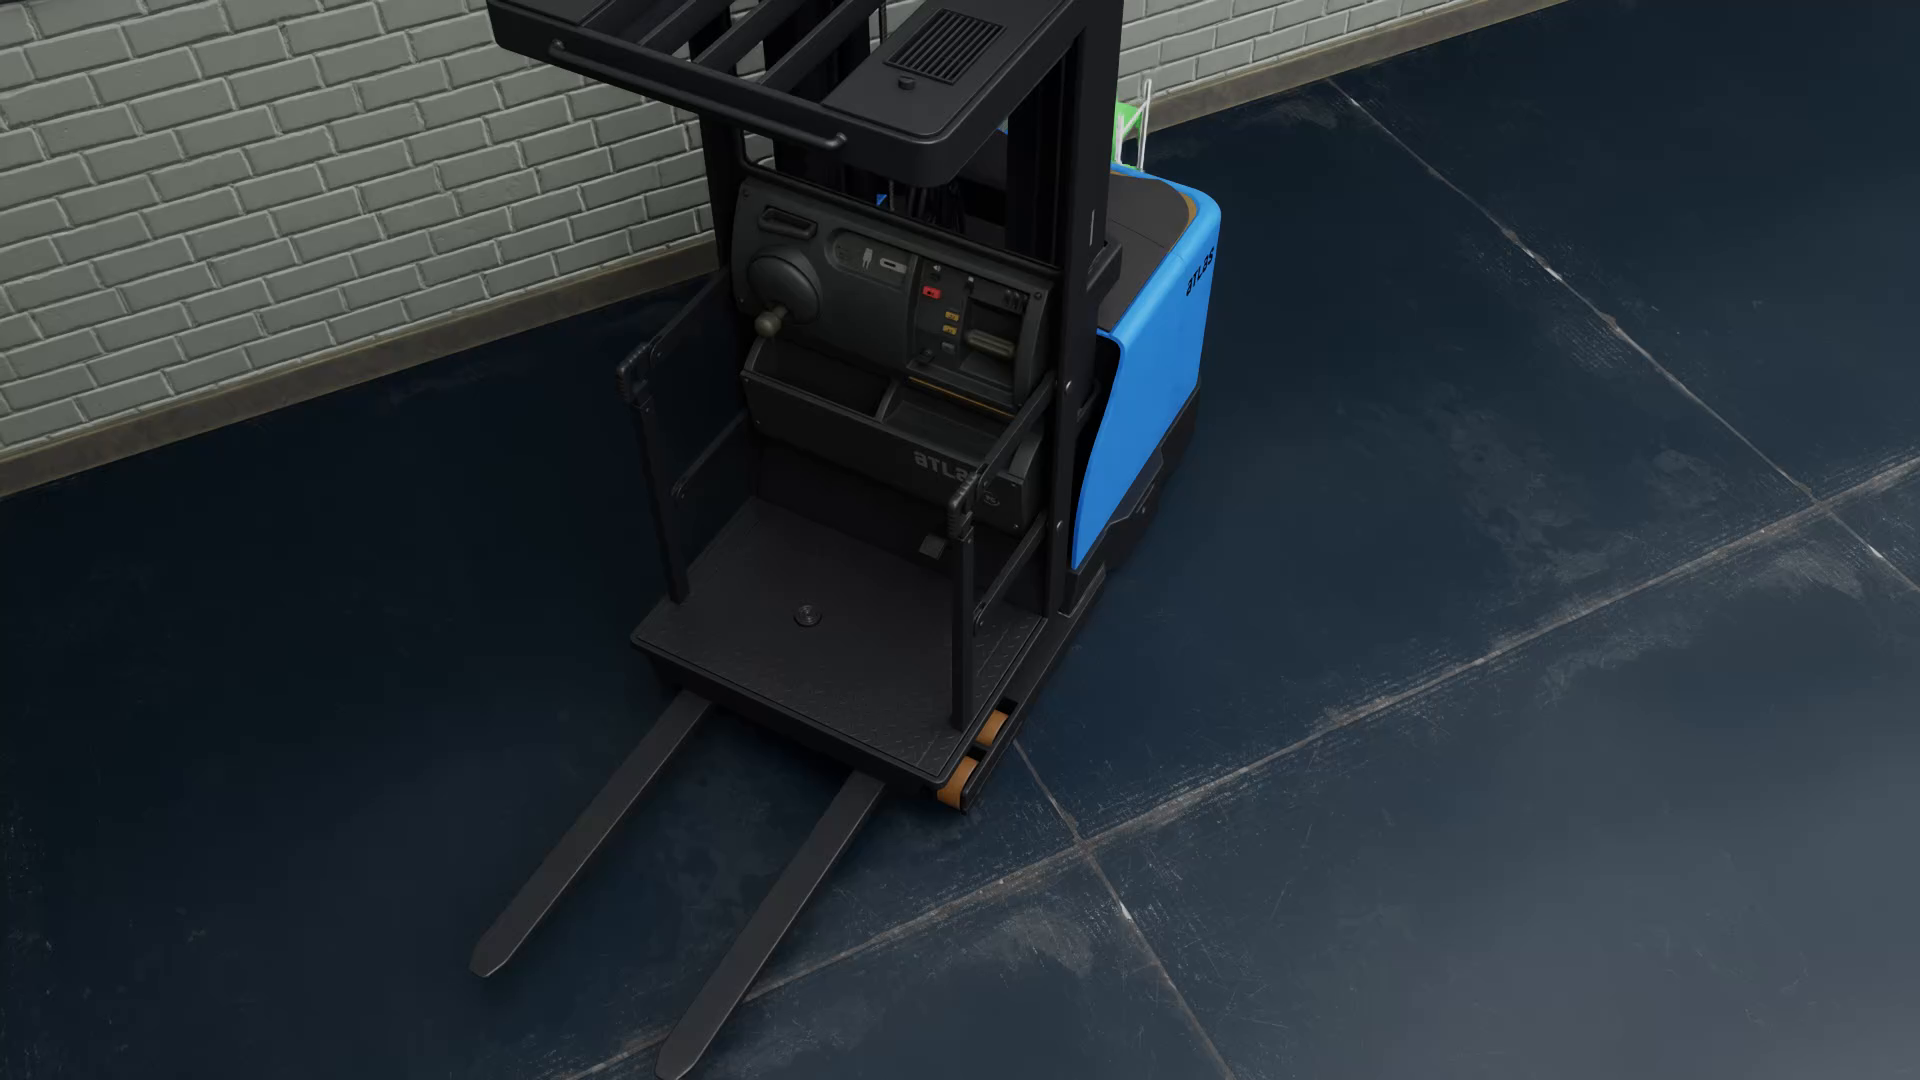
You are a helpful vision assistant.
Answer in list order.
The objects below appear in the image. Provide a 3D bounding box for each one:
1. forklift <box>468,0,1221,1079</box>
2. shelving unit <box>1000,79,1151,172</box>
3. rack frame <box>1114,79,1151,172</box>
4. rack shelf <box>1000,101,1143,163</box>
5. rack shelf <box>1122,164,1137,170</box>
[{"bbox_3d":[-0.301,-0.550,4.283,1.130,2.935,3.031,22,52,18],"label":"forklift"},{"bbox_3d":[0.355,-1.132,5.943,0.503,1.200,0.258,22,53,18],"label":"shelving unit"},{"bbox_3d":[0.570,-1.046,5.867,0.015,1.200,0.240,22,53,18],"label":"rack frame"},{"bbox_3d":[0.354,-1.405,5.628,0.480,0.148,0.258,22,53,18],"label":"rack shelf"},{"bbox_3d":[0.354,-1.248,5.810,0.480,0.148,0.258,22,53,18],"label":"rack shelf"}]
